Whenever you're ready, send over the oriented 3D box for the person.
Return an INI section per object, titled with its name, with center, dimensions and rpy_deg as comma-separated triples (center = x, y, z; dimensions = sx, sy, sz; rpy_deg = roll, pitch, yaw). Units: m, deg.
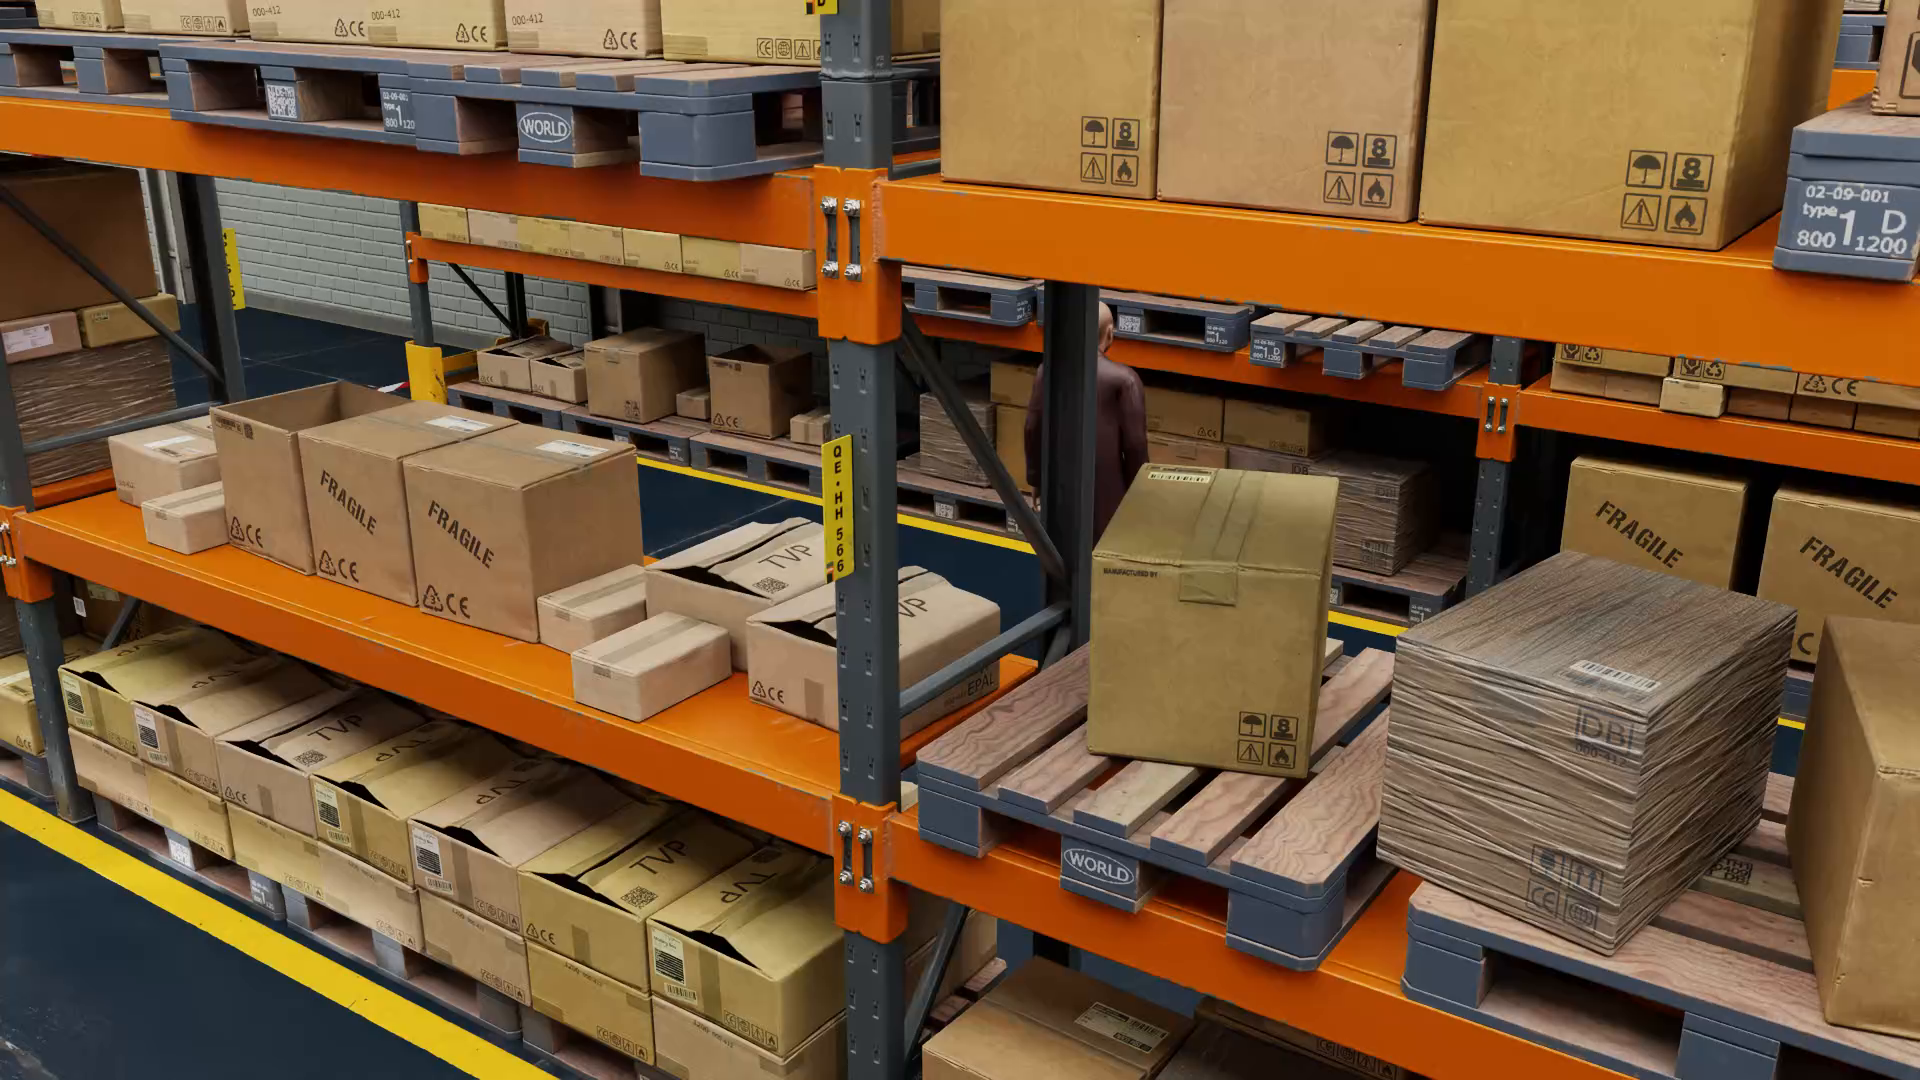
[person]
center = 0.600, -0.224, 7.725
dimensions = 0.649, 1.772, 0.429
rpy_deg = 11, 22, 29
